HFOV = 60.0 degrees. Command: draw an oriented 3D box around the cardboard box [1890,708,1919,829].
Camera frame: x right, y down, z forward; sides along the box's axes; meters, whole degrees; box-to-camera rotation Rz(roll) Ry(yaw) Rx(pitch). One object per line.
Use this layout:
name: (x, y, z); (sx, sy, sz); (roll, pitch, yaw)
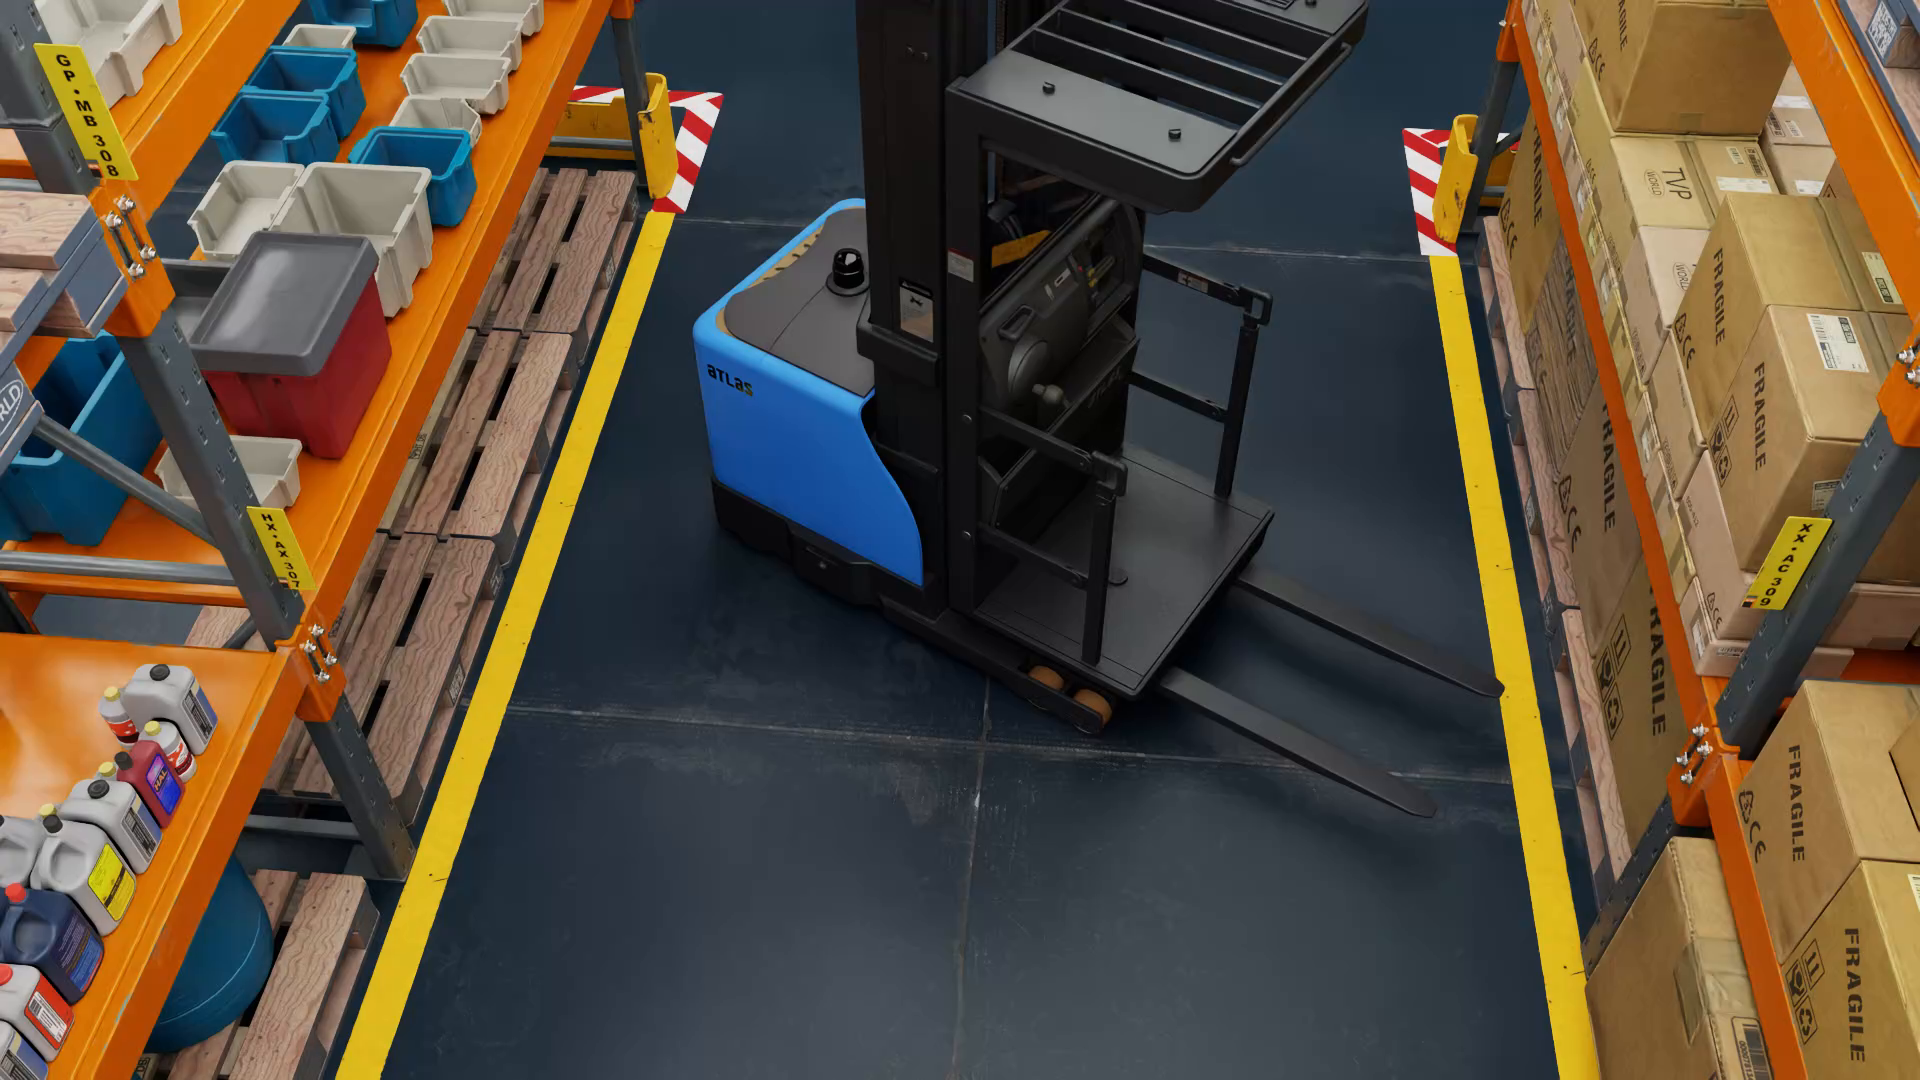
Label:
cardboard box: (2.500, 0.512, 3.501); (0.797, 0.503, 0.637); (3, 48, 3)

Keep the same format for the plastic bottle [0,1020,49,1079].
plastic bottle: (-2.199, 1.258, 3.651); (0.152, 0.276, 0.367); (4, 48, 4)

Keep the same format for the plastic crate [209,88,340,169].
plastic crate: (-2.516, -1.474, 6.139); (0.416, 0.233, 0.300); (4, 48, 4)

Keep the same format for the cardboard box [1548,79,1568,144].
cardboard box: (2.486, -1.633, 6.381); (0.380, 0.149, 0.250); (3, 48, 3)

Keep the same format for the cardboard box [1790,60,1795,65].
cardboard box: (3.087, -1.828, 6.289); (0.500, 0.250, 0.500); (3, 48, 3)

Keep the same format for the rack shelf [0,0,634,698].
rack shelf: (-2.201, -1.146, 6.253); (1.077, 0.370, 4.000); (4, 48, 4)

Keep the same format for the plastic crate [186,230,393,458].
plastic crate: (-2.052, -0.600, 5.182); (0.402, 0.464, 0.583); (4, 48, 4)

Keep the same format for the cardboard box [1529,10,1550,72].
cardboard box: (2.531, -2.013, 6.729); (0.380, 0.149, 0.250); (3, 48, 3)

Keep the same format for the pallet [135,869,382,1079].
pallet: (-2.495, 1.587, 5.156); (1.003, 0.211, 1.213); (4, 48, 4)

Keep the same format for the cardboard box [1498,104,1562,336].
cardboard box: (2.935, -1.474, 7.221); (0.875, 0.875, 0.875); (4, 48, 4)

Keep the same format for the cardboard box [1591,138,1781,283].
cardboard box: (2.469, -1.105, 5.628); (0.500, 0.250, 0.500); (3, 48, 3)

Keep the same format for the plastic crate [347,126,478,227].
plastic crate: (-1.950, -1.295, 5.975); (0.416, 0.233, 0.300); (4, 48, 4)

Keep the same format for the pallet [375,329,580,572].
pallet: (-2.246, -0.420, 6.991); (1.003, 0.211, 1.213); (4, 48, 4)

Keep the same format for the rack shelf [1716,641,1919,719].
rack shelf: (2.732, -0.879, 5.876); (0.919, 0.124, 3.809); (4, 48, 4)

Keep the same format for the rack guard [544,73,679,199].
rack guard: (-2.029, -2.033, 8.271); (1.175, 0.500, 0.348); (4, 48, 4)

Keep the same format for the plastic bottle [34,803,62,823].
plastic bottle: (-2.256, 0.733, 4.181); (0.097, 0.201, 0.097); (0, 48, 0)

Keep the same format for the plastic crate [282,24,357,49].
plastic crate: (-2.542, -1.901, 6.594); (0.250, 0.136, 0.298); (4, 48, 4)

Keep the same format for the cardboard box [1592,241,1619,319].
cardboard box: (2.392, -0.878, 5.691); (0.380, 0.149, 0.250); (5, 48, 4)

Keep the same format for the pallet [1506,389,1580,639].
pallet: (2.805, -0.097, 6.696); (1.003, 0.211, 1.213); (4, 48, 4)

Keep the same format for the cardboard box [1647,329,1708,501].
cardboard box: (2.373, -0.358, 4.945); (0.500, 0.250, 0.500); (5, 48, 5)

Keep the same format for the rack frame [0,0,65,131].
rack frame: (-2.383, -1.943, 2.429); (1.000, 3.000, 0.127); (4, 48, 4)

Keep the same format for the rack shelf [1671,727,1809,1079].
rack shelf: (2.367, 2.127, 3.260); (1.077, 0.370, 4.000); (4, 48, 4)

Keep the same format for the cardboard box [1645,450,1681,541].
cardboard box: (2.298, -0.125, 5.002); (0.380, 0.149, 0.250); (3, 48, 3)

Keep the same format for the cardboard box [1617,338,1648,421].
cardboard box: (2.344, -0.503, 5.348); (0.380, 0.149, 0.250); (5, 48, 4)

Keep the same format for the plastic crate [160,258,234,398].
plastic crate: (-2.548, -0.687, 5.491); (0.437, 0.125, 0.590); (4, 48, 4)

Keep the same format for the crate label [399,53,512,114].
crate label: (-1.954, -1.760, 6.465); (0.396, 0.136, 0.243); (4, 48, 4)

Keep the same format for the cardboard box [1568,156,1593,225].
cardboard box: (2.438, -1.257, 6.037); (0.380, 0.149, 0.250); (3, 48, 3)

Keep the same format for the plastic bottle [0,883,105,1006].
plastic bottle: (-2.158, 0.931, 3.899); (0.144, 0.351, 0.185); (4, 48, 4)

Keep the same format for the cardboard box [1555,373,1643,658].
cardboard box: (2.771, -0.151, 6.011); (0.875, 0.875, 0.875); (4, 48, 4)

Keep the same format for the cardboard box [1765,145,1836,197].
cardboard box: (2.998, -1.071, 5.597); (0.500, 0.250, 0.500); (4, 48, 4)

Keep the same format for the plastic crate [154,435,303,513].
plastic crate: (-2.198, -0.182, 5.022); (0.396, 0.136, 0.243); (4, 48, 4)

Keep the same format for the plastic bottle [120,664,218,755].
plastic bottle: (-2.097, 0.434, 4.404); (0.152, 0.276, 0.135); (4, 48, 4)

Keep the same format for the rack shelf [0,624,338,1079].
rack shelf: (-2.565, 1.794, 3.564); (1.077, 0.370, 4.000); (4, 48, 4)

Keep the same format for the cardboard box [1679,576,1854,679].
cardboard box: (2.251, 0.253, 4.656); (0.380, 0.149, 0.250); (4, 48, 4)

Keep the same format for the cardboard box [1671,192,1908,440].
cardboard box: (2.375, -0.612, 4.669); (0.500, 0.500, 0.500); (4, 48, 4)

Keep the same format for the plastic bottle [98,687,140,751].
plastic bottle: (-2.223, 0.465, 4.427); (0.097, 0.201, 0.097); (0, 48, 0)

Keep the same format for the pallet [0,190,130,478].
pallet: (-2.357, -0.285, 3.073); (1.213, 0.211, 1.003); (4, 48, 4)

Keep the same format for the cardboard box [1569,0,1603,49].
cardboard box: (2.556, -2.126, 6.053); (0.500, 0.500, 0.500); (3, 48, 3)

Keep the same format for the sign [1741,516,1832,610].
sign: (1.997, 0.059, 4.023); (0.100, 0.325, 0.005); (4, 48, 4)

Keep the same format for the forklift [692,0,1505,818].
forklift: (0.517, -0.732, 5.433); (3.031, 2.935, 1.130); (26, 53, 22)

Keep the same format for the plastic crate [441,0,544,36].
plastic crate: (-1.912, -2.178, 6.847); (0.396, 0.136, 0.243); (4, 48, 4)

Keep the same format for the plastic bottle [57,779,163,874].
plastic bottle: (-2.130, 0.703, 4.158); (0.152, 0.276, 0.135); (4, 48, 4)

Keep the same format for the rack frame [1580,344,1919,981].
rack frame: (2.550, 0.414, 4.338); (1.000, 3.000, 0.127); (4, 48, 4)

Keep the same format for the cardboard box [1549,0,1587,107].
cardboard box: (2.561, -1.858, 6.316); (0.500, 0.250, 0.500); (3, 48, 3)

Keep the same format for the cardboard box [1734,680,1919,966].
cardboard box: (2.259, 0.702, 4.008); (0.500, 0.500, 0.500); (4, 48, 4)
